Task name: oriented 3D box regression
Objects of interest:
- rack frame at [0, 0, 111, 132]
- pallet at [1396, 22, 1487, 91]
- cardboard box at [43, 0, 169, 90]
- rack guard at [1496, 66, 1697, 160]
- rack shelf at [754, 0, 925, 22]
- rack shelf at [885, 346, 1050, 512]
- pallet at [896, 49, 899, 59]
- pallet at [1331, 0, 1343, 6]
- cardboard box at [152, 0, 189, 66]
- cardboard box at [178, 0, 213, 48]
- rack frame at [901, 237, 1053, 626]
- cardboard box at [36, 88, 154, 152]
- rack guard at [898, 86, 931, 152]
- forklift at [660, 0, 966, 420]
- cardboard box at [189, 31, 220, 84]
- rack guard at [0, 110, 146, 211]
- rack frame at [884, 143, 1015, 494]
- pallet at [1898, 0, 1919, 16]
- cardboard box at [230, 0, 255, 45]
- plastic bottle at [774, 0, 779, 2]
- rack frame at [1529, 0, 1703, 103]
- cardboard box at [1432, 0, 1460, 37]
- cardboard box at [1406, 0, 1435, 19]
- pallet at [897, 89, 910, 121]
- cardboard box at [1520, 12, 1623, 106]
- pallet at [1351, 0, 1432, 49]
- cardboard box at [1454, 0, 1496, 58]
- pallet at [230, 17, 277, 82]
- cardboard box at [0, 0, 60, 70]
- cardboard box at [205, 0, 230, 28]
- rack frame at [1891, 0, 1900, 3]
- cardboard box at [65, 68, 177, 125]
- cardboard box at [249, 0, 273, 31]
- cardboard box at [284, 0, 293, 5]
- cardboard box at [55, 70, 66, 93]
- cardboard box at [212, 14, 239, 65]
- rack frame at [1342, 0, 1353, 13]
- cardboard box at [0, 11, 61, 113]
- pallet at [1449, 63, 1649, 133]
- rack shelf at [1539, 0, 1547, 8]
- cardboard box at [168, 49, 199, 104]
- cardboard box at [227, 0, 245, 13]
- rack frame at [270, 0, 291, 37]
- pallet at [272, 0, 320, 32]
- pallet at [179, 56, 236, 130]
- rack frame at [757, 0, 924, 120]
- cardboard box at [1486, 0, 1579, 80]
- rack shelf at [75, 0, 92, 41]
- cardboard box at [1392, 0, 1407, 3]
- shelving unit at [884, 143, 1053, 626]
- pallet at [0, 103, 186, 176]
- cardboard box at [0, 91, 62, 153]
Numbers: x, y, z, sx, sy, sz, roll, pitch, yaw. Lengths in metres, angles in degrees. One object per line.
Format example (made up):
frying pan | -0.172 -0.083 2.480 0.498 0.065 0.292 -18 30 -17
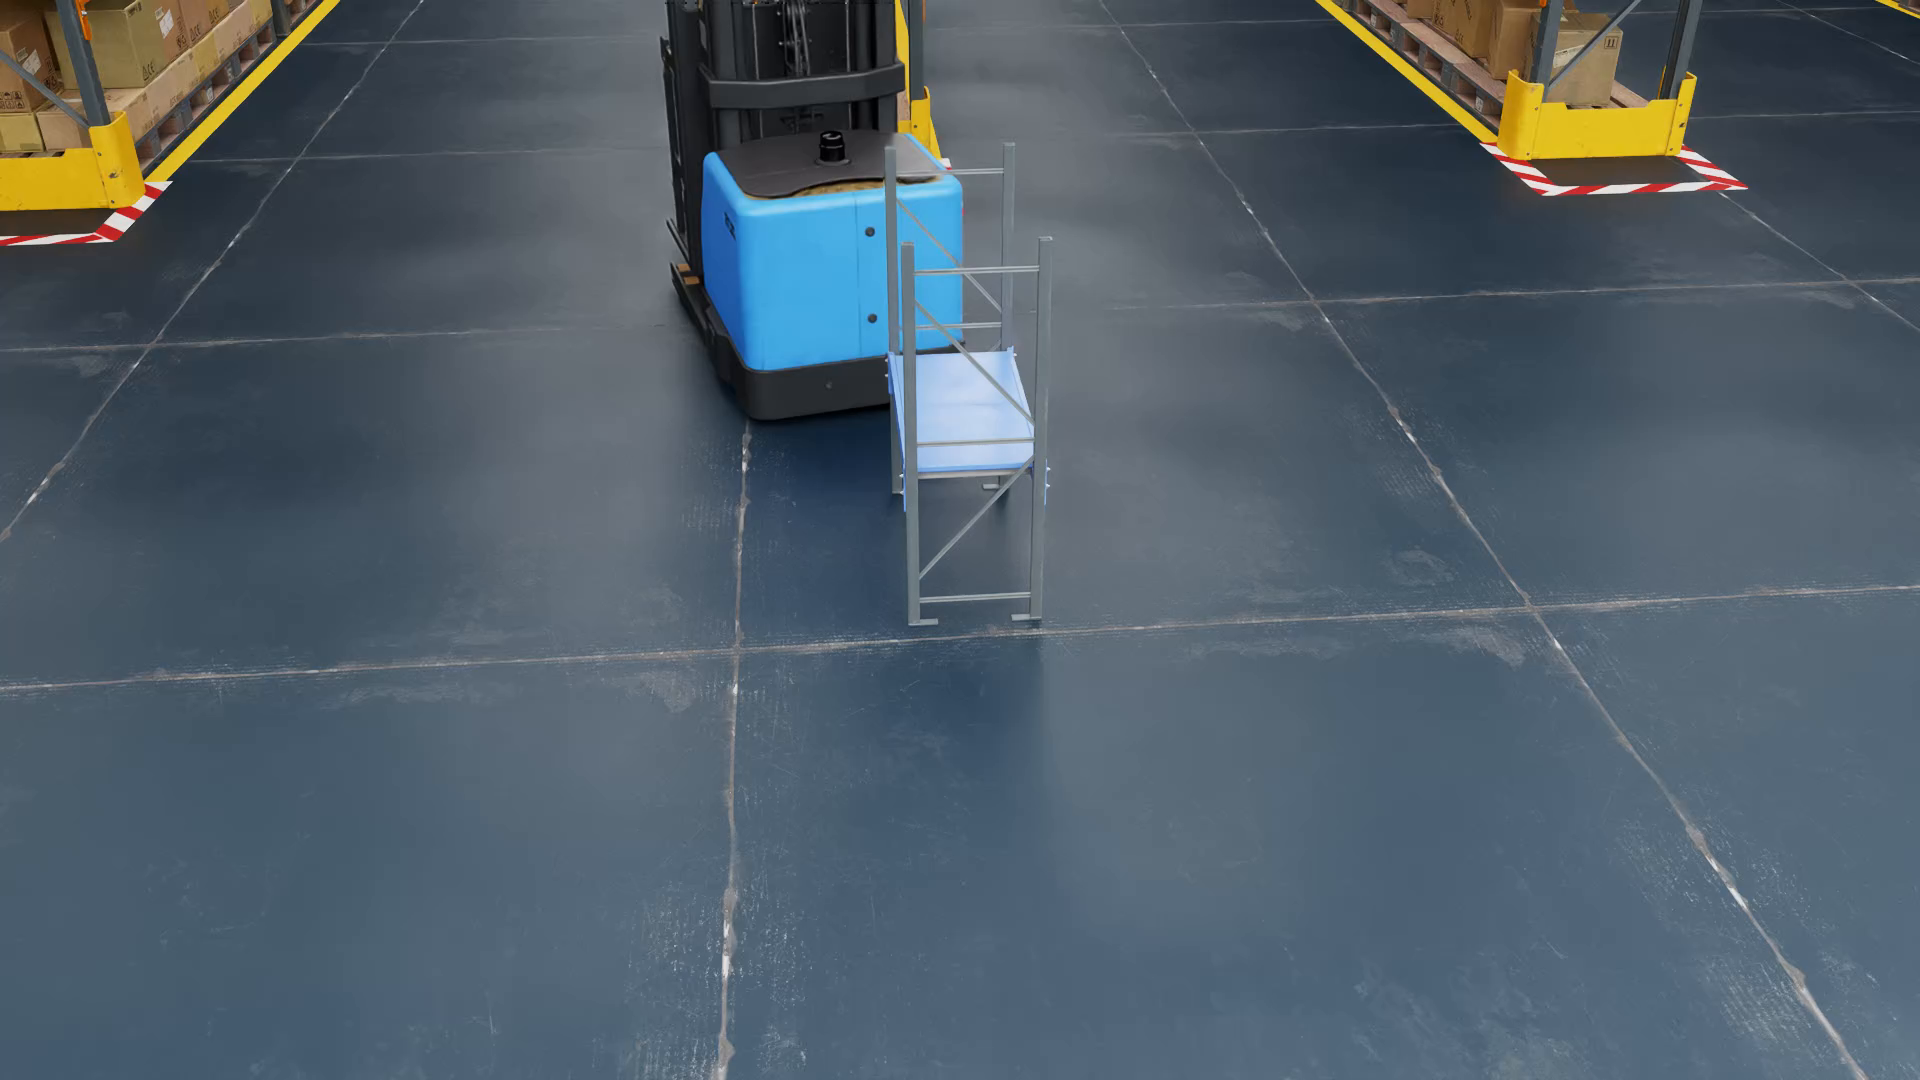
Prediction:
rack frame | -5.659 -3.387 9.496 1.000 3.000 0.127 -3 31 -5
pallet | 4.046 -3.740 12.805 1.003 0.211 1.213 -3 31 -5
cardboard box | -5.536 -3.249 10.804 0.500 0.500 0.500 -3 31 -5
rack guard | 4.198 -2.826 10.993 1.175 0.500 0.348 -3 31 -5
rack shelf | -0.914 -4.335 11.784 1.077 0.370 4.000 -3 31 -5
rack shelf | 0.008 -0.446 6.385 0.538 0.185 1.000 -3 31 -5
pallet | -0.962 -3.499 12.401 1.003 0.211 1.213 -3 31 -5
pallet | 3.757 -5.102 15.087 1.003 0.211 1.213 -3 31 -5
cardboard box | -5.595 -3.503 11.231 0.500 0.500 0.500 -3 31 -5
cardboard box | -5.625 -3.759 11.659 0.500 0.500 0.500 -3 31 -5
rack frame | 0.055 -0.341 5.858 0.500 1.500 0.032 -3 31 -5
cardboard box | -5.487 -2.672 10.569 0.500 0.250 0.500 -3 31 -5
rack guard | -0.781 -2.586 10.592 1.175 0.500 0.348 -3 31 -5
forklift | -0.920 -2.545 8.152 1.130 2.935 3.031 -10 32 -16
cardboard box | -5.626 -3.437 11.852 0.500 0.250 0.500 -3 31 -5
rack guard | -5.656 -2.302 10.116 1.175 0.500 0.348 -3 31 -5
rack frame | -0.040 -0.860 6.727 0.500 1.500 0.032 -3 31 -5
pallet | 8.772 -4.499 14.076 1.003 0.211 1.213 -3 31 -5
cardboard box | -5.735 -3.947 12.705 0.500 0.250 0.500 -3 31 -5
plastic bottle | -1.363 -3.876 12.468 0.144 0.351 0.185 -2 31 -3
rack frame | 4.205 -3.860 10.287 1.000 3.000 0.127 -3 31 -5
cardboard box | 4.026 -4.198 12.881 0.500 0.500 0.500 -5 31 -9
cardboard box | 3.890 -4.511 13.405 0.500 0.500 0.500 7 32 11
pallet | -0.851 -2.877 11.361 1.003 0.211 1.213 -3 31 -5
cardboard box | 4.163 -3.287 11.356 0.500 0.500 0.500 3 31 5
pallet | 3.929 -4.364 13.850 1.003 0.211 1.213 -3 31 -5
cardboard box | 4.033 -3.911 12.400 0.500 0.500 0.500 0 31 0
pallet | -6.000 -3.824 12.947 1.003 0.211 1.213 -3 31 -5
cardboard box | -6.113 -3.478 11.189 0.500 0.500 0.500 -3 31 -5
cardboard box | -5.686 -4.014 12.086 0.500 0.500 0.500 -3 31 -5
rack frame | 8.779 -6.088 14.018 1.000 3.000 0.127 -3 31 -5
cardboard box | -5.538 -2.927 10.996 0.500 0.250 0.500 -3 31 -5
cardboard box | -5.772 -4.203 13.133 0.500 0.250 0.500 -3 31 -5
cardboard box | -5.823 -4.647 13.877 0.500 0.250 0.500 -3 31 -6
cardboard box | -6.062 -2.901 10.954 0.500 0.250 0.500 -3 31 -5
cardboard box | -5.673 -3.693 12.279 0.500 0.250 0.500 -3 31 -5
rack frame | 3.831 -5.902 13.706 1.000 3.000 0.127 -3 31 -5
cardboard box | -6.005 -2.969 10.335 0.500 0.500 0.500 -3 31 -5
pallet | 4.157 -3.118 11.764 1.003 0.211 1.213 -3 31 -5
rack shelf | 4.018 -4.572 12.181 1.077 0.370 4.000 -3 31 -5
cardboard box | -5.584 -3.182 11.424 0.500 0.250 0.500 -3 31 -5
cardboard box | -5.736 -4.269 12.513 0.500 0.500 0.500 -3 31 -5
rack frame | -6.032 -5.429 12.915 1.000 3.000 0.127 -3 31 -5
pallet | -6.140 -4.607 14.256 1.003 0.211 1.213 -3 31 -5
pallet | -5.883 -3.200 11.901 1.003 0.211 1.213 -3 31 -5
rack frame | -0.727 -3.623 9.890 1.000 3.000 0.127 -3 31 -5
cardboard box | 4.073 -3.590 11.864 0.500 0.500 0.500 5 31 8
rack shelf | -5.846 -4.100 11.390 1.077 0.370 4.000 -3 31 -5
cardboard box | 3.828 -4.803 13.894 0.500 0.500 0.500 -4 31 -6
shelving unit | 0.008 -0.600 6.292 0.538 1.500 1.048 -3 31 -5
pallet | -5.772 -2.579 10.861 1.003 0.211 1.213 -3 31 -5
cardboard box | -6.003 -2.647 10.528 0.500 0.250 0.500 -3 31 -5
